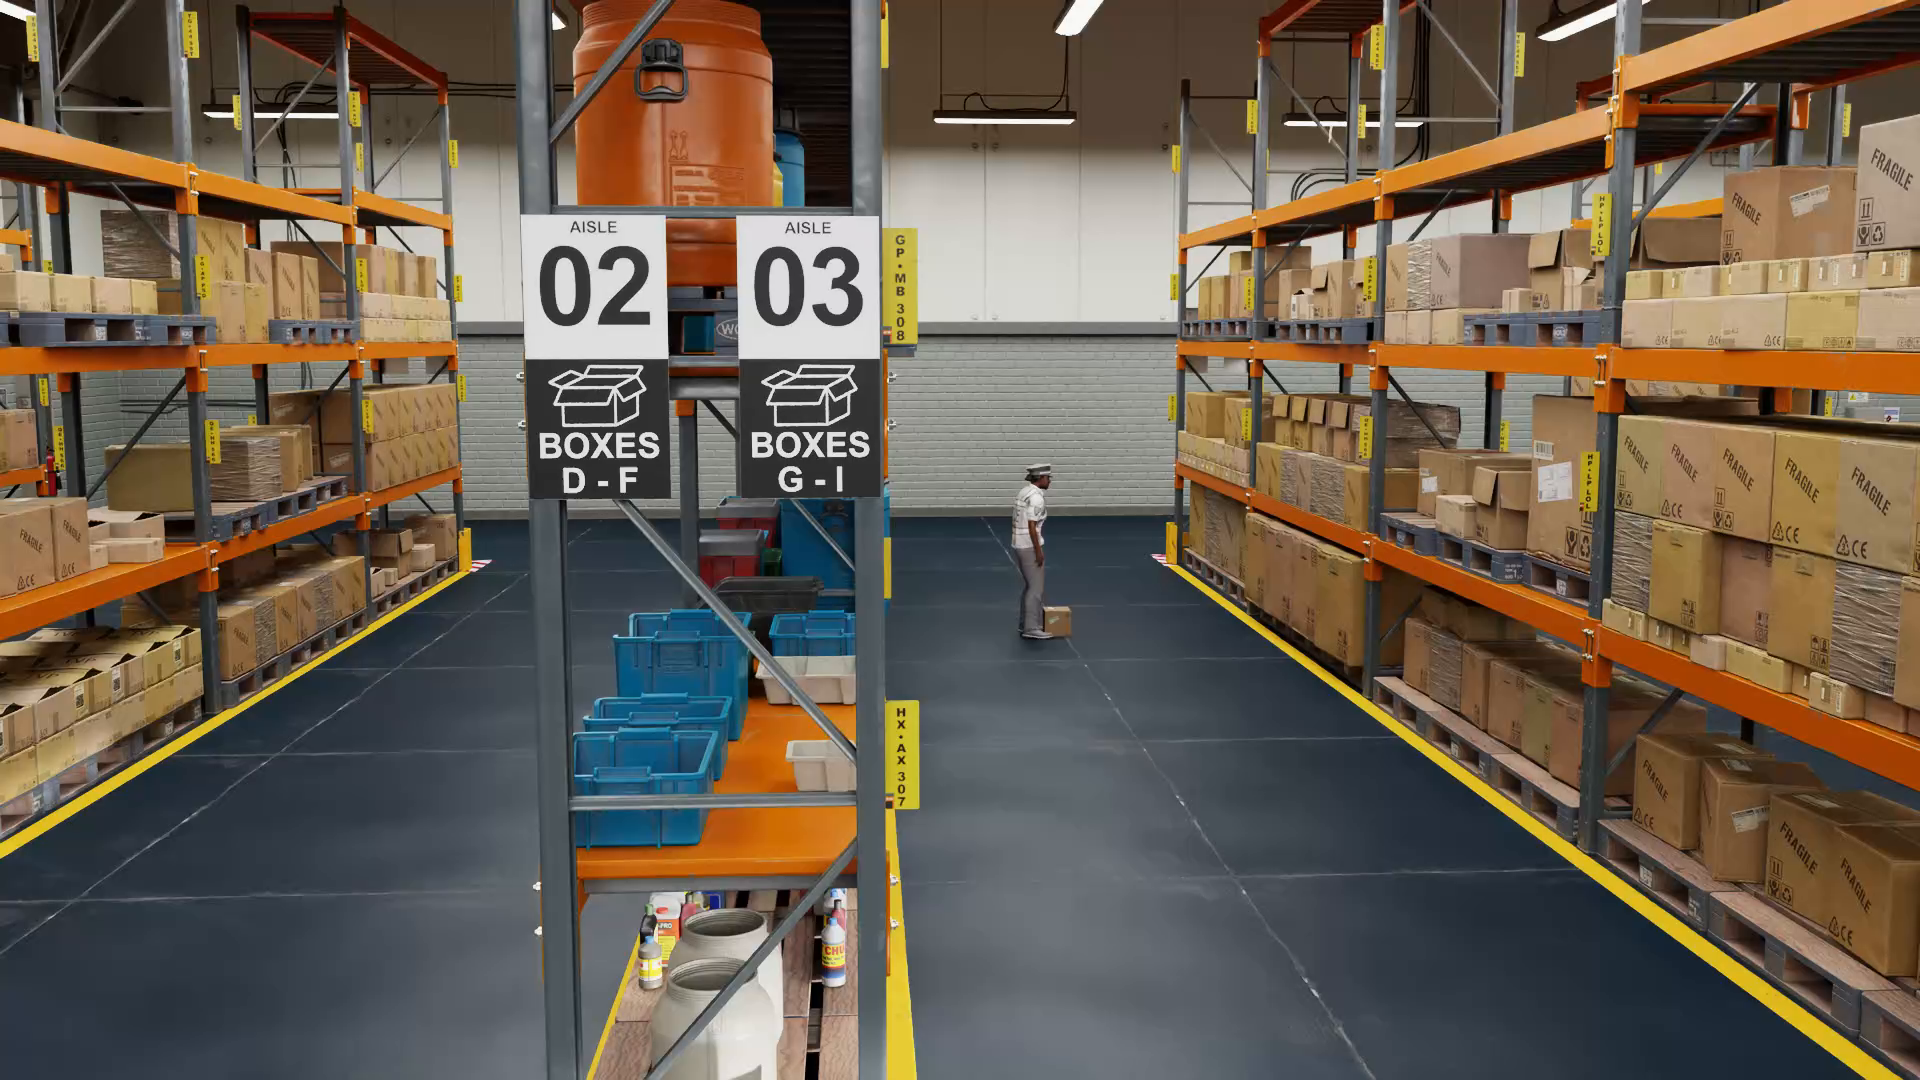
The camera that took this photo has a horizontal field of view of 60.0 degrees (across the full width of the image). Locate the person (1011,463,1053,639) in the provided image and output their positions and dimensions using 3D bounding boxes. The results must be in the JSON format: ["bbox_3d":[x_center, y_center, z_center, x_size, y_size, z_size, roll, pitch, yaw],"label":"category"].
[{"bbox_3d":[0.701,0.094,15.980,0.397,1.660,0.531,-1,7,-7],"label":"person"}]
